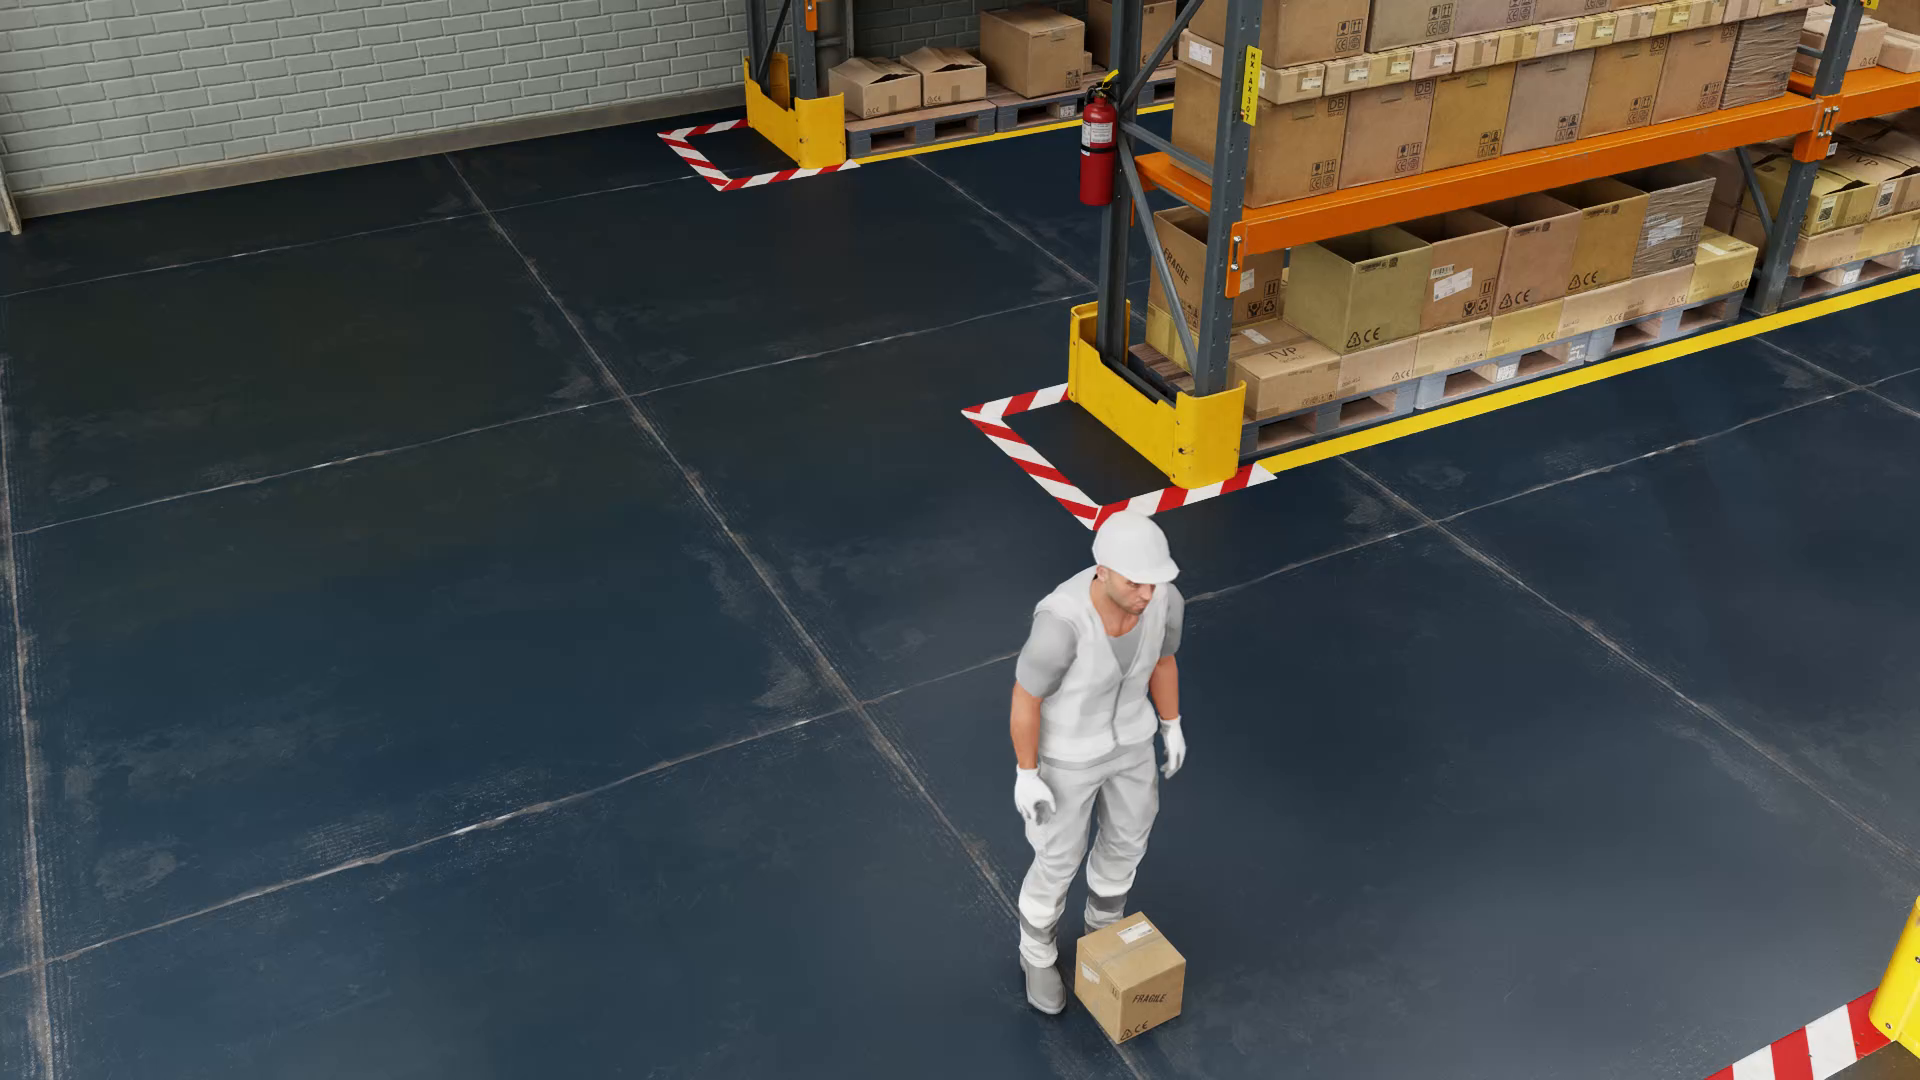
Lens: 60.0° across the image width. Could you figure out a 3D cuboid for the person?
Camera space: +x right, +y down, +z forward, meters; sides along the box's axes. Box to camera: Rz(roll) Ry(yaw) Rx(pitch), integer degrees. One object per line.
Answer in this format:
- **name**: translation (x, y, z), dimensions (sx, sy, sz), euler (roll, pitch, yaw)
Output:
- **person**: translation (0.431, 0.660, 5.099), dimensions (0.609, 1.779, 0.454), euler (-16, 36, -23)
